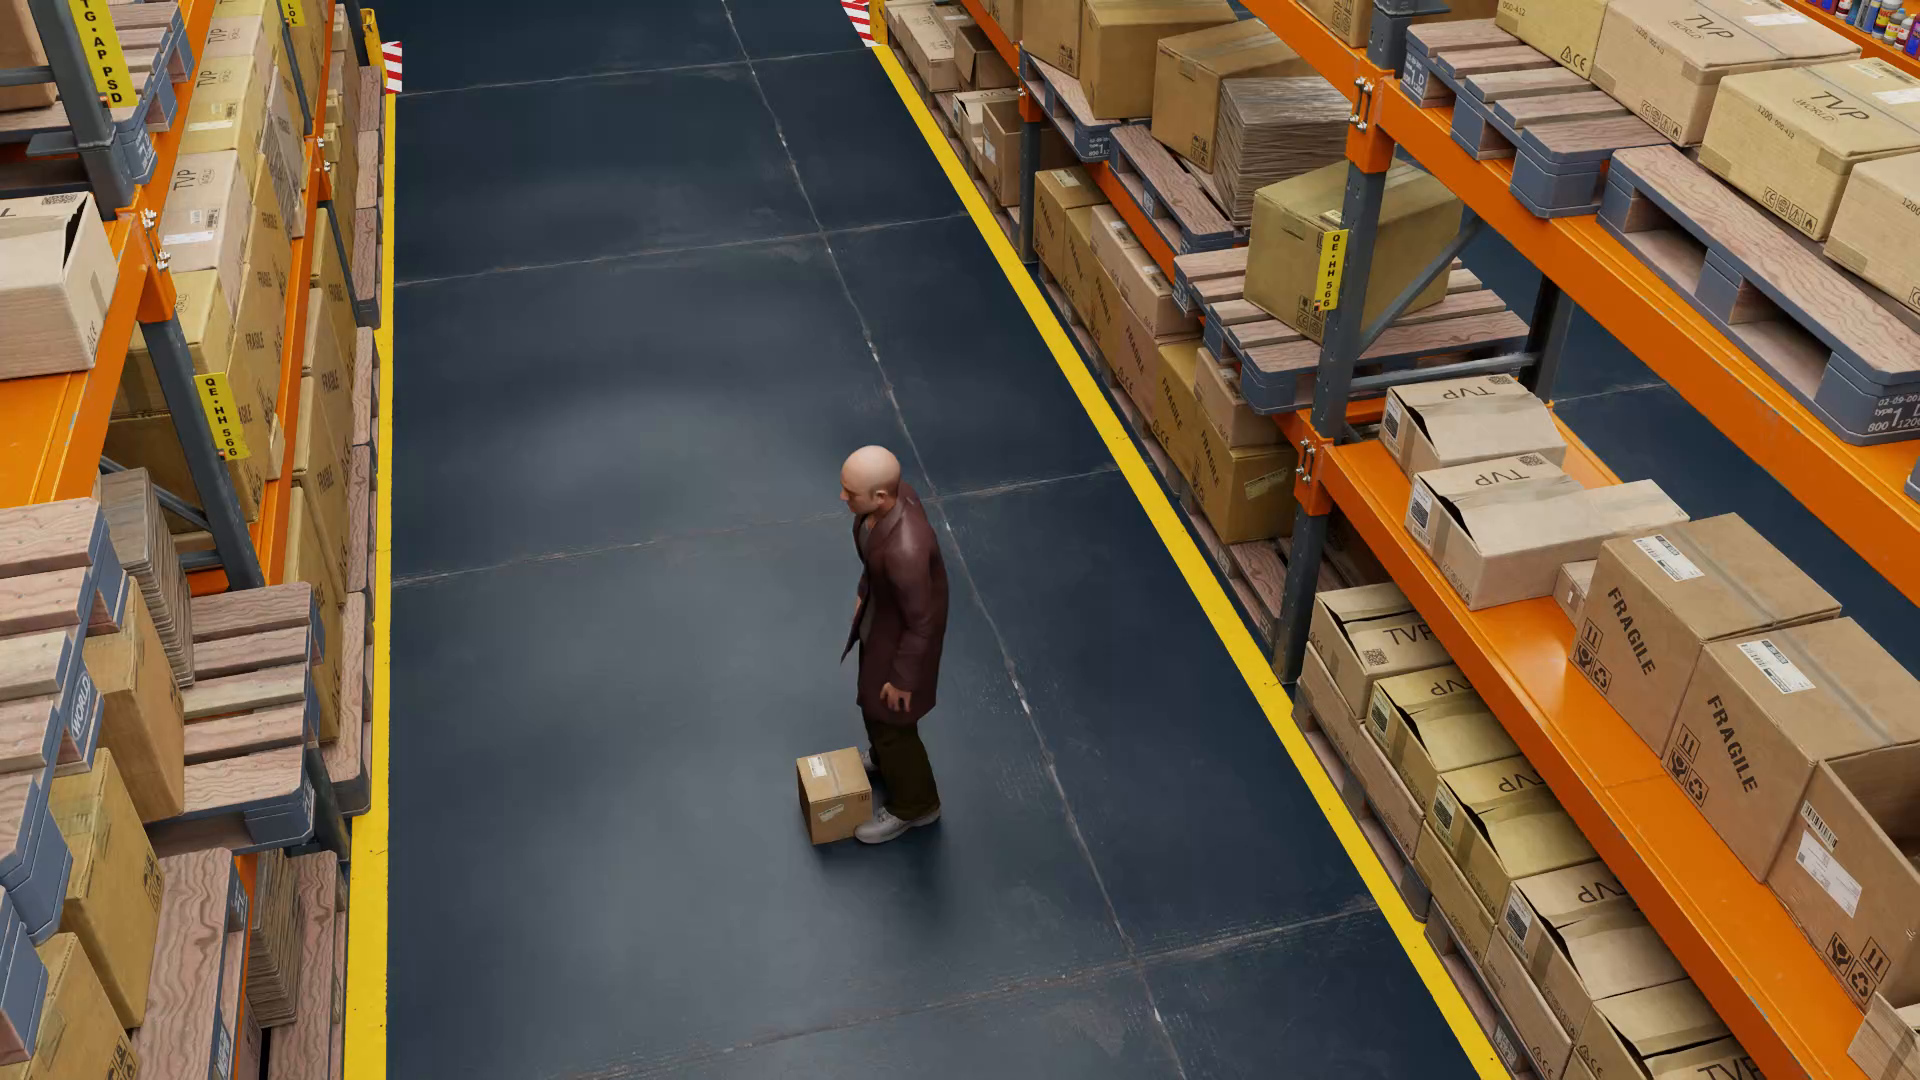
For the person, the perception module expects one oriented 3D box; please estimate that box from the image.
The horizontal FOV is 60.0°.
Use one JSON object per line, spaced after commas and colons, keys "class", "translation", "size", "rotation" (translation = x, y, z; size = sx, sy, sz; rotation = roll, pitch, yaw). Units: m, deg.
{"class": "person", "translation": [-0.264, 0.372, 6.247], "size": [0.427, 1.773, 0.641], "rotation": [-10, 39, -12]}
